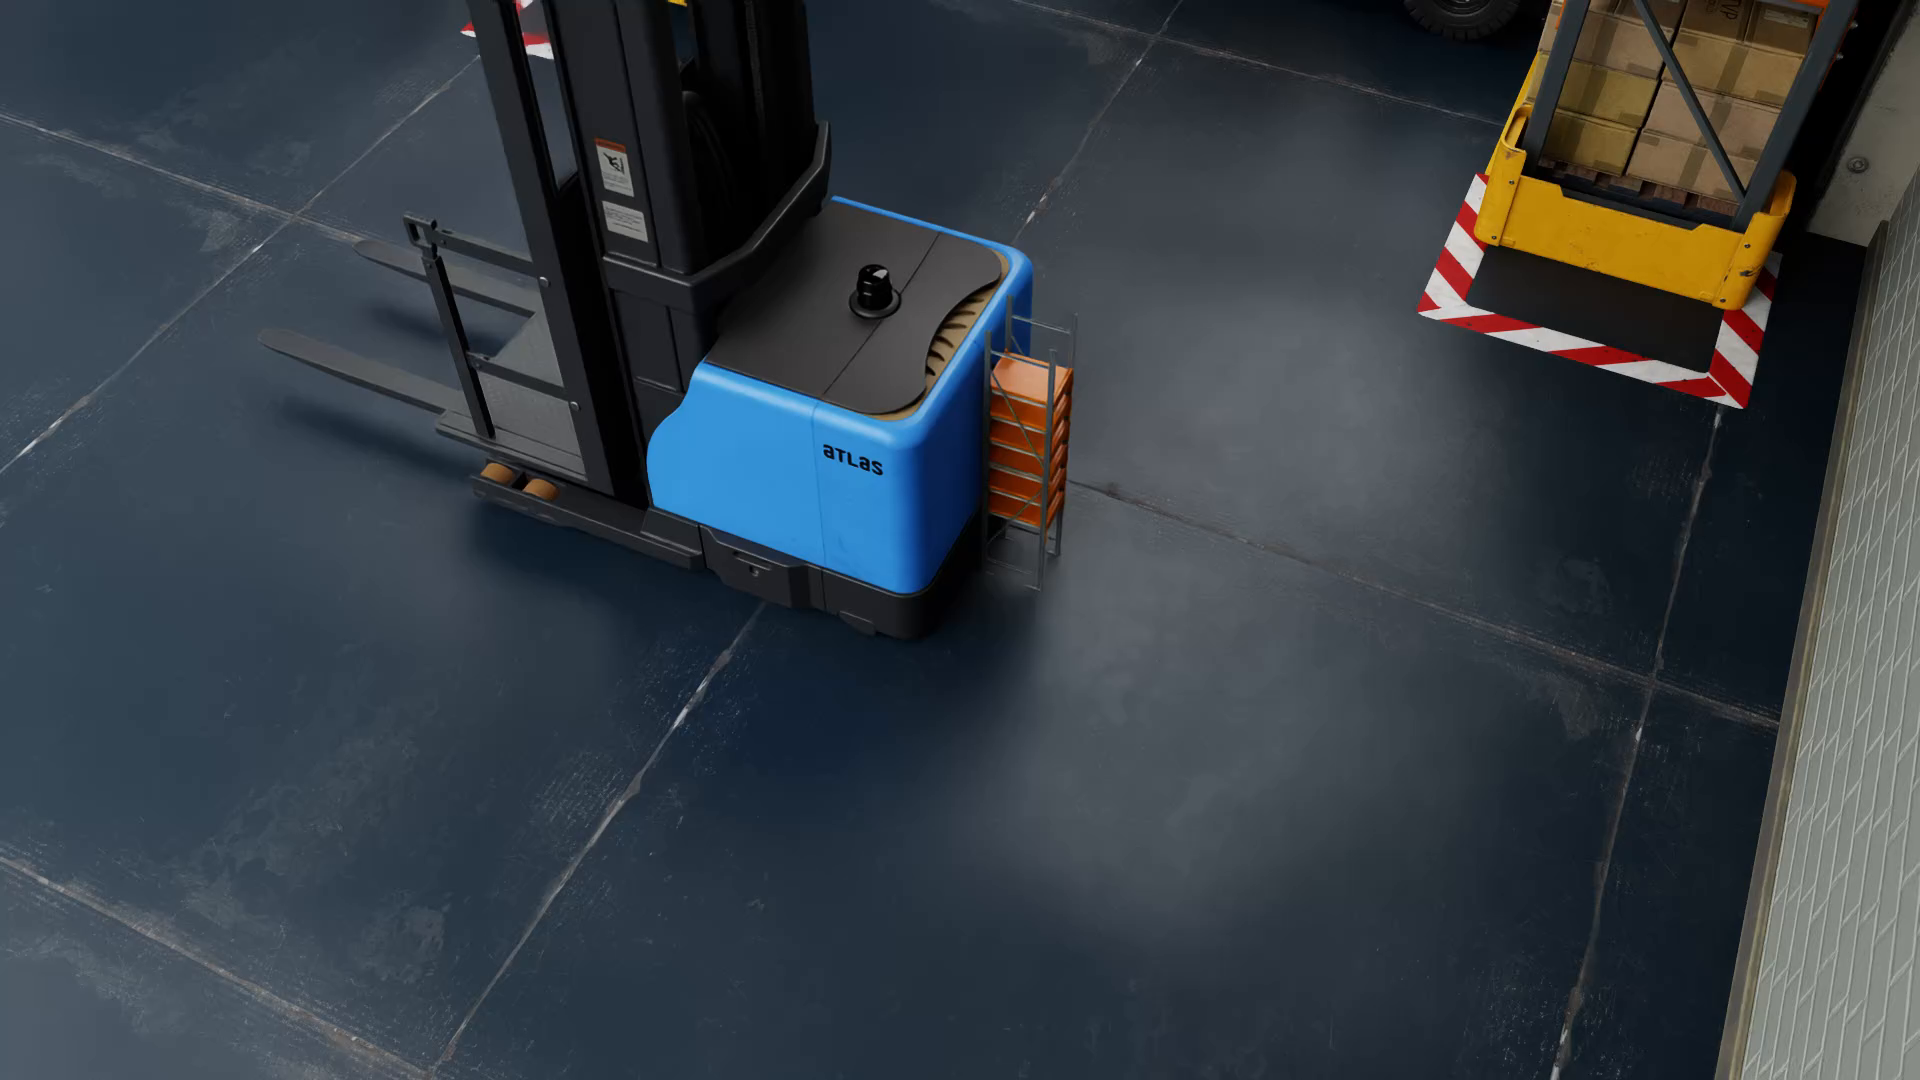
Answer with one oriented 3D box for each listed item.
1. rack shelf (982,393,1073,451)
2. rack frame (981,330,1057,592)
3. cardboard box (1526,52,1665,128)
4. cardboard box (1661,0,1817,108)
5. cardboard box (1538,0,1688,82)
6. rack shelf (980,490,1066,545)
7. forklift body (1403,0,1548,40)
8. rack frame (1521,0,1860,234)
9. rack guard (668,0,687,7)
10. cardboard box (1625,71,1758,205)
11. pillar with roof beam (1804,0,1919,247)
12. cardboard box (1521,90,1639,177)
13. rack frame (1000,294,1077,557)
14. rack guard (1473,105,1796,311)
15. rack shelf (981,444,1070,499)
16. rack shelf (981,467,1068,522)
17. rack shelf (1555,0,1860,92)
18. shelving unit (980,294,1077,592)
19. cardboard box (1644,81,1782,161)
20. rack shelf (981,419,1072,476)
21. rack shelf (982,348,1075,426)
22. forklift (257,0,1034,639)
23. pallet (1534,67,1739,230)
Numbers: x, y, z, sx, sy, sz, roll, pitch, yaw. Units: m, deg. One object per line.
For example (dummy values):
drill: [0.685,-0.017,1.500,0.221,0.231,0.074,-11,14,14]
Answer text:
rack shelf: [0.226,-0.427,5.569,0.258,0.103,0.180,18,52,15]
rack frame: [0.190,-0.236,5.663,0.240,1.200,0.006,18,52,15]
cardboard box: [2.806,-2.101,7.270,0.500,0.250,0.500,19,52,16]
cardboard box: [3.257,-2.096,6.937,0.500,0.250,0.500,19,52,16]
cardboard box: [2.795,-2.245,7.064,0.500,0.250,0.500,21,53,17]
rack shelf: [0.226,-0.116,5.934,0.258,0.103,0.180,18,52,15]
forklift body: [2.041,-3.882,8.141,2.313,2.155,1.214,20,52,16]
rack frame: [2.880,-2.257,6.201,1.000,3.000,0.127,20,52,16]
rack guard: [-1.577,-3.112,8.570,1.175,0.500,0.348,20,52,16]
cardboard box: [3.267,-1.777,7.322,0.500,0.250,0.500,20,52,16]
pillar with roof beam: [0.100,-5.788,5.267,9.100,9.000,0.400,20,52,16]
cardboard box: [2.795,-1.929,7.451,0.500,0.250,0.500,20,53,16]
rack frame: [0.262,-0.365,5.772,0.240,1.200,0.006,18,52,15]
rack guard: [2.870,-1.431,7.139,1.175,0.500,0.348,20,52,16]
rack shelf: [0.226,-0.272,5.752,0.258,0.103,0.180,18,52,15]
rack shelf: [0.226,-0.194,5.843,0.258,0.103,0.180,18,52,15]
rack shelf: [3.735,-3.401,7.647,1.077,0.370,4.000,20,52,16]
shelving unit: [0.226,-0.300,5.718,0.258,1.200,0.189,18,52,15]
cardboard box: [3.269,-1.921,7.116,0.500,0.250,0.500,21,53,17]
rack shelf: [0.226,-0.349,5.660,0.258,0.103,0.180,18,52,15]
rack shelf: [0.226,-0.505,5.478,0.258,0.103,0.180,18,52,15]
forklift: [-1.295,-1.367,5.489,3.031,2.935,1.130,19,52,16]
pallet: [3.169,-1.894,7.723,1.003,0.211,1.213,20,52,16]
